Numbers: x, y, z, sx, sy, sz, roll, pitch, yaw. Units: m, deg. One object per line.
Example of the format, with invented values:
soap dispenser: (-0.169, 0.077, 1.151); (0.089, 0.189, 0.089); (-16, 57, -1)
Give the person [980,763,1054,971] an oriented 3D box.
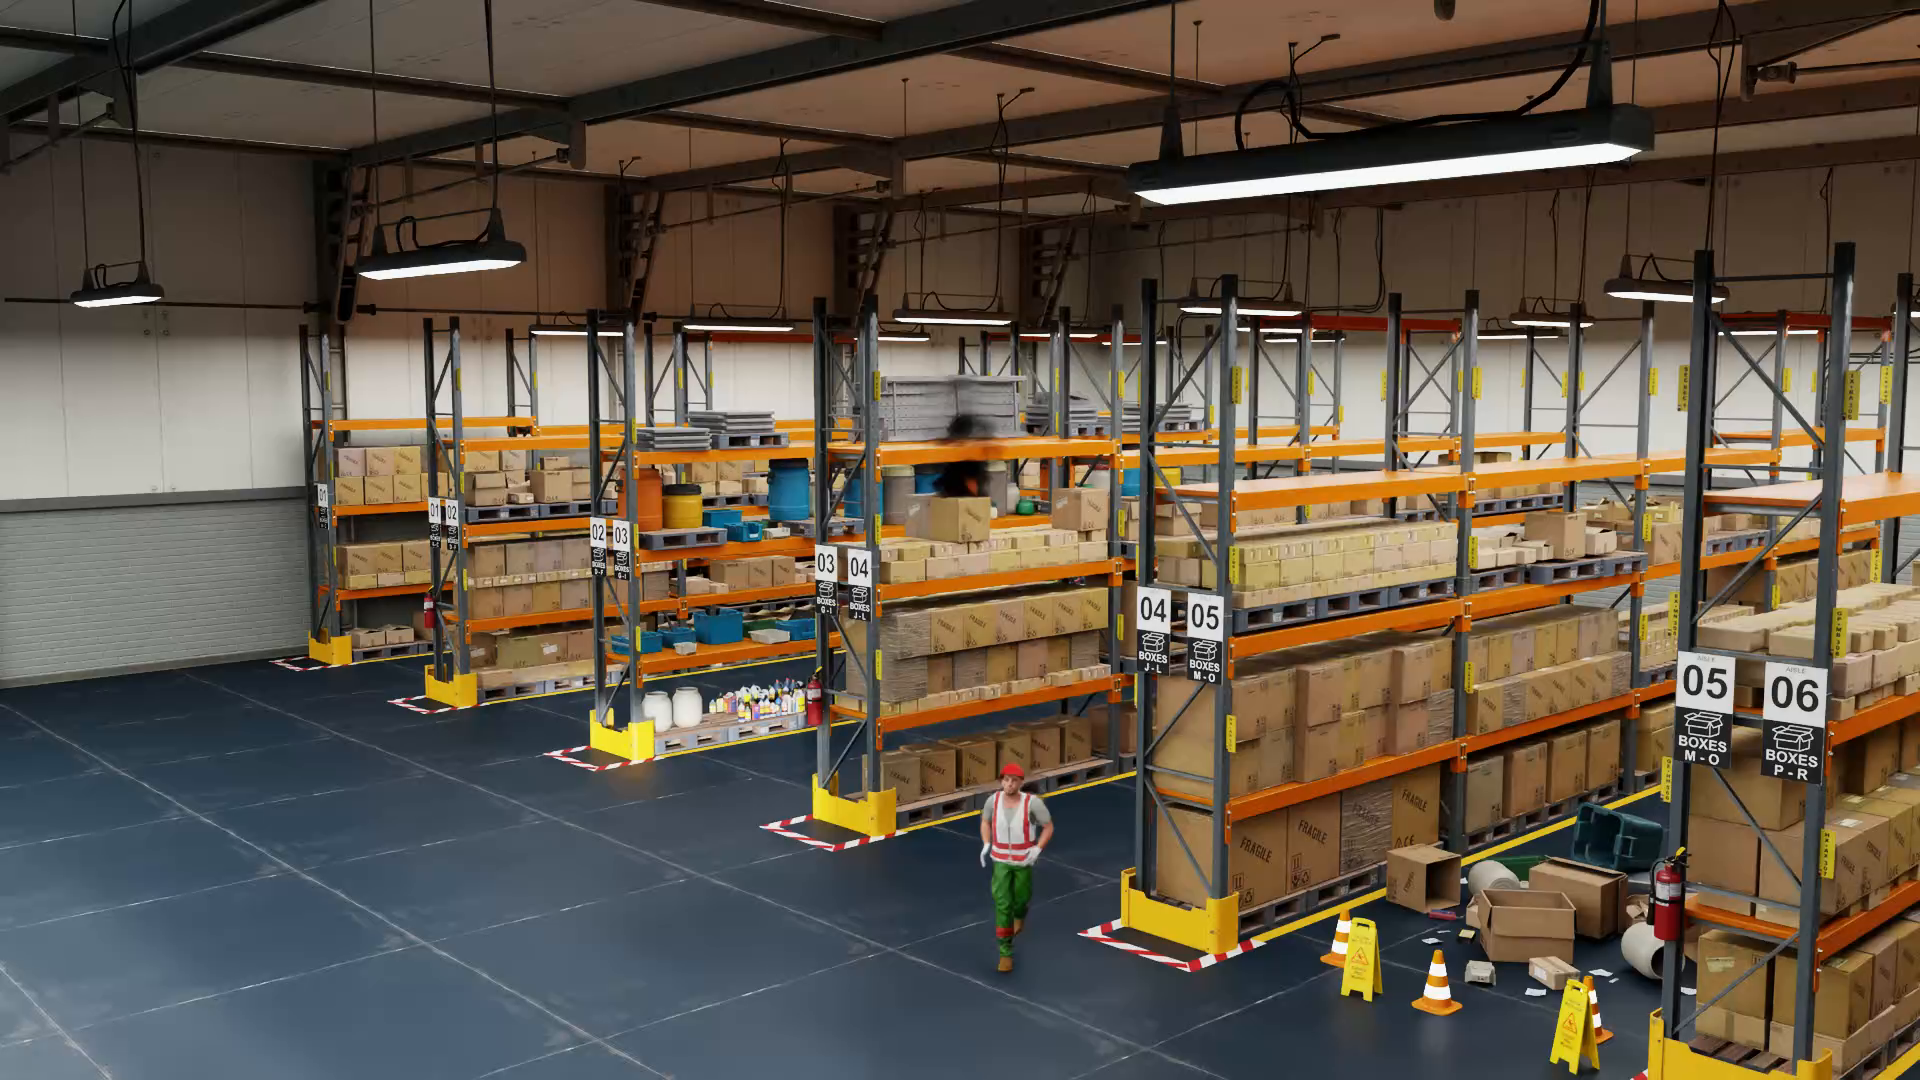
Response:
person: (0.496, 2.808, 14.590); (0.659, 1.775, 0.829); (1, 6, 12)
